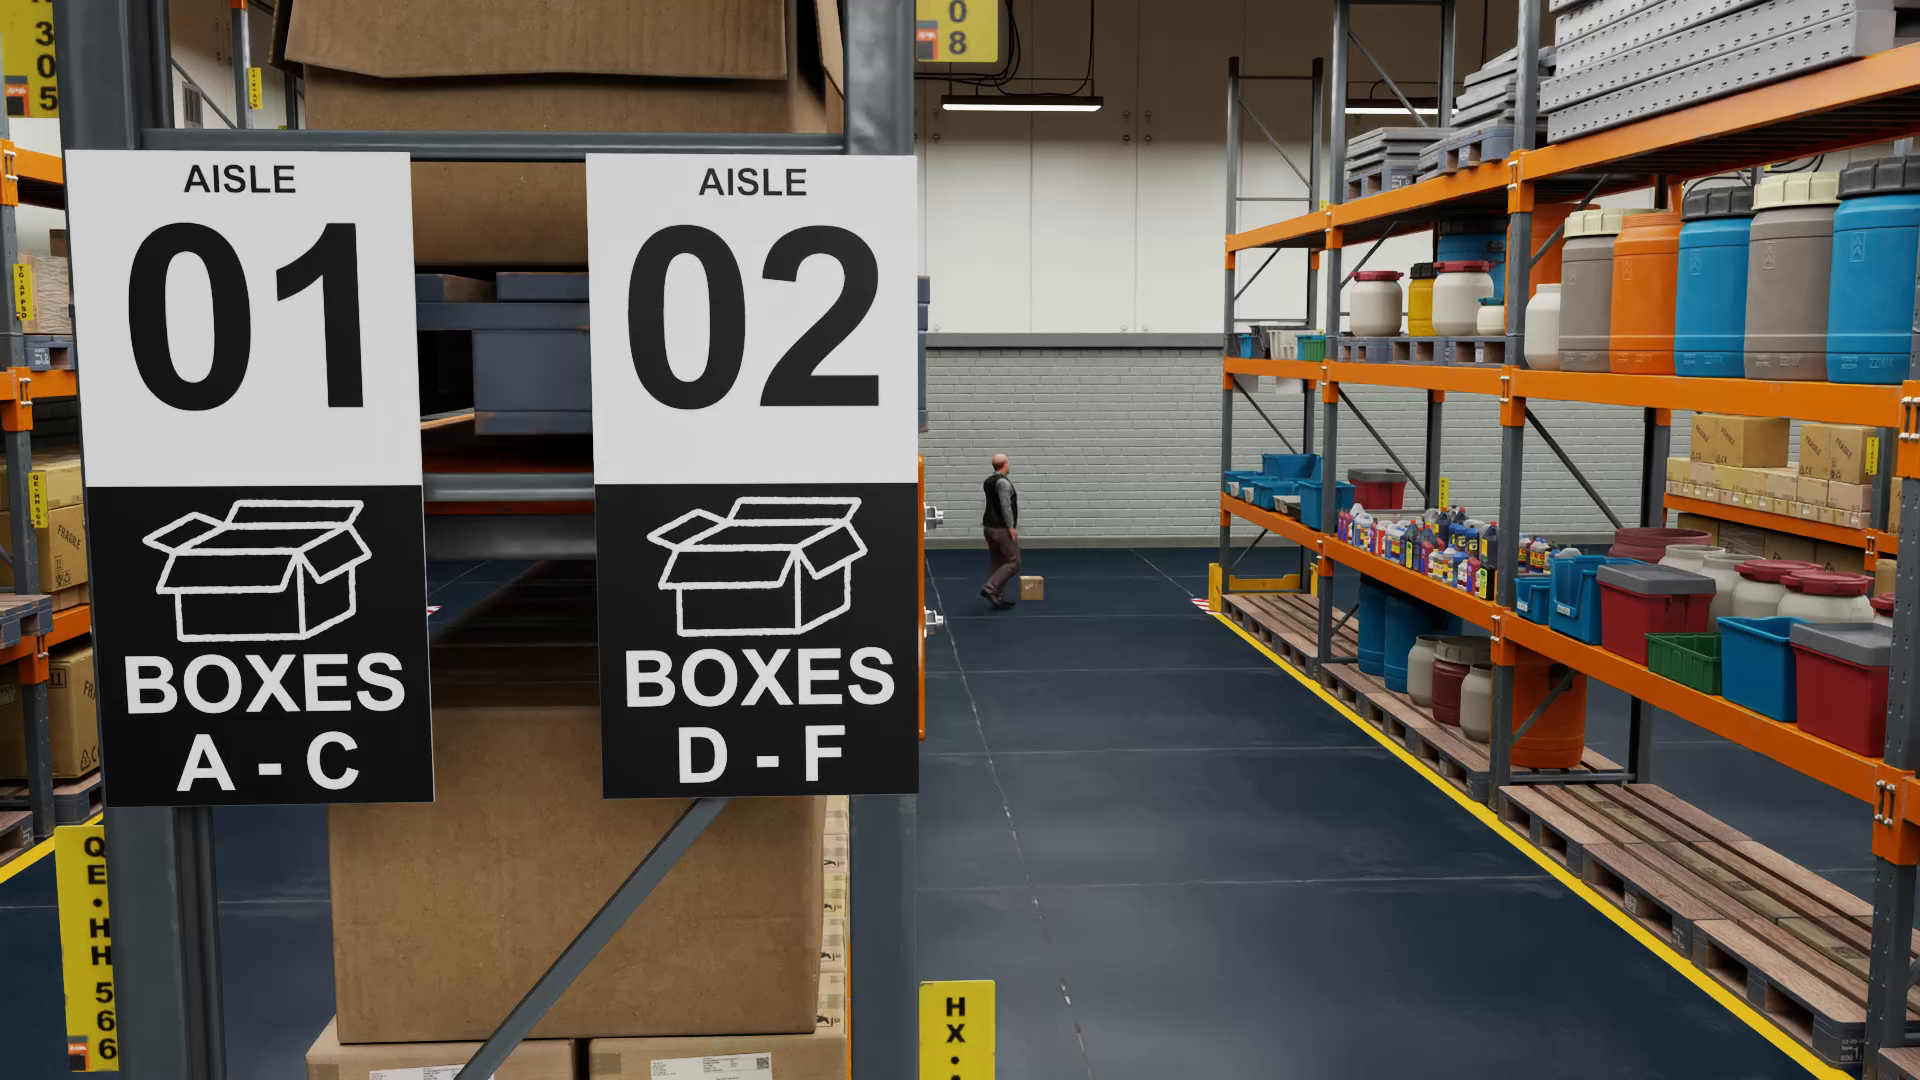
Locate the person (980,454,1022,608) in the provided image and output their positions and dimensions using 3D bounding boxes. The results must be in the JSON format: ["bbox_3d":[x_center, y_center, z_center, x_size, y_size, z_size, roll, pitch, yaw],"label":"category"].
[{"bbox_3d":[0.403,-0.093,18.493,0.497,1.720,0.584,-2,7,-19],"label":"person"}]
